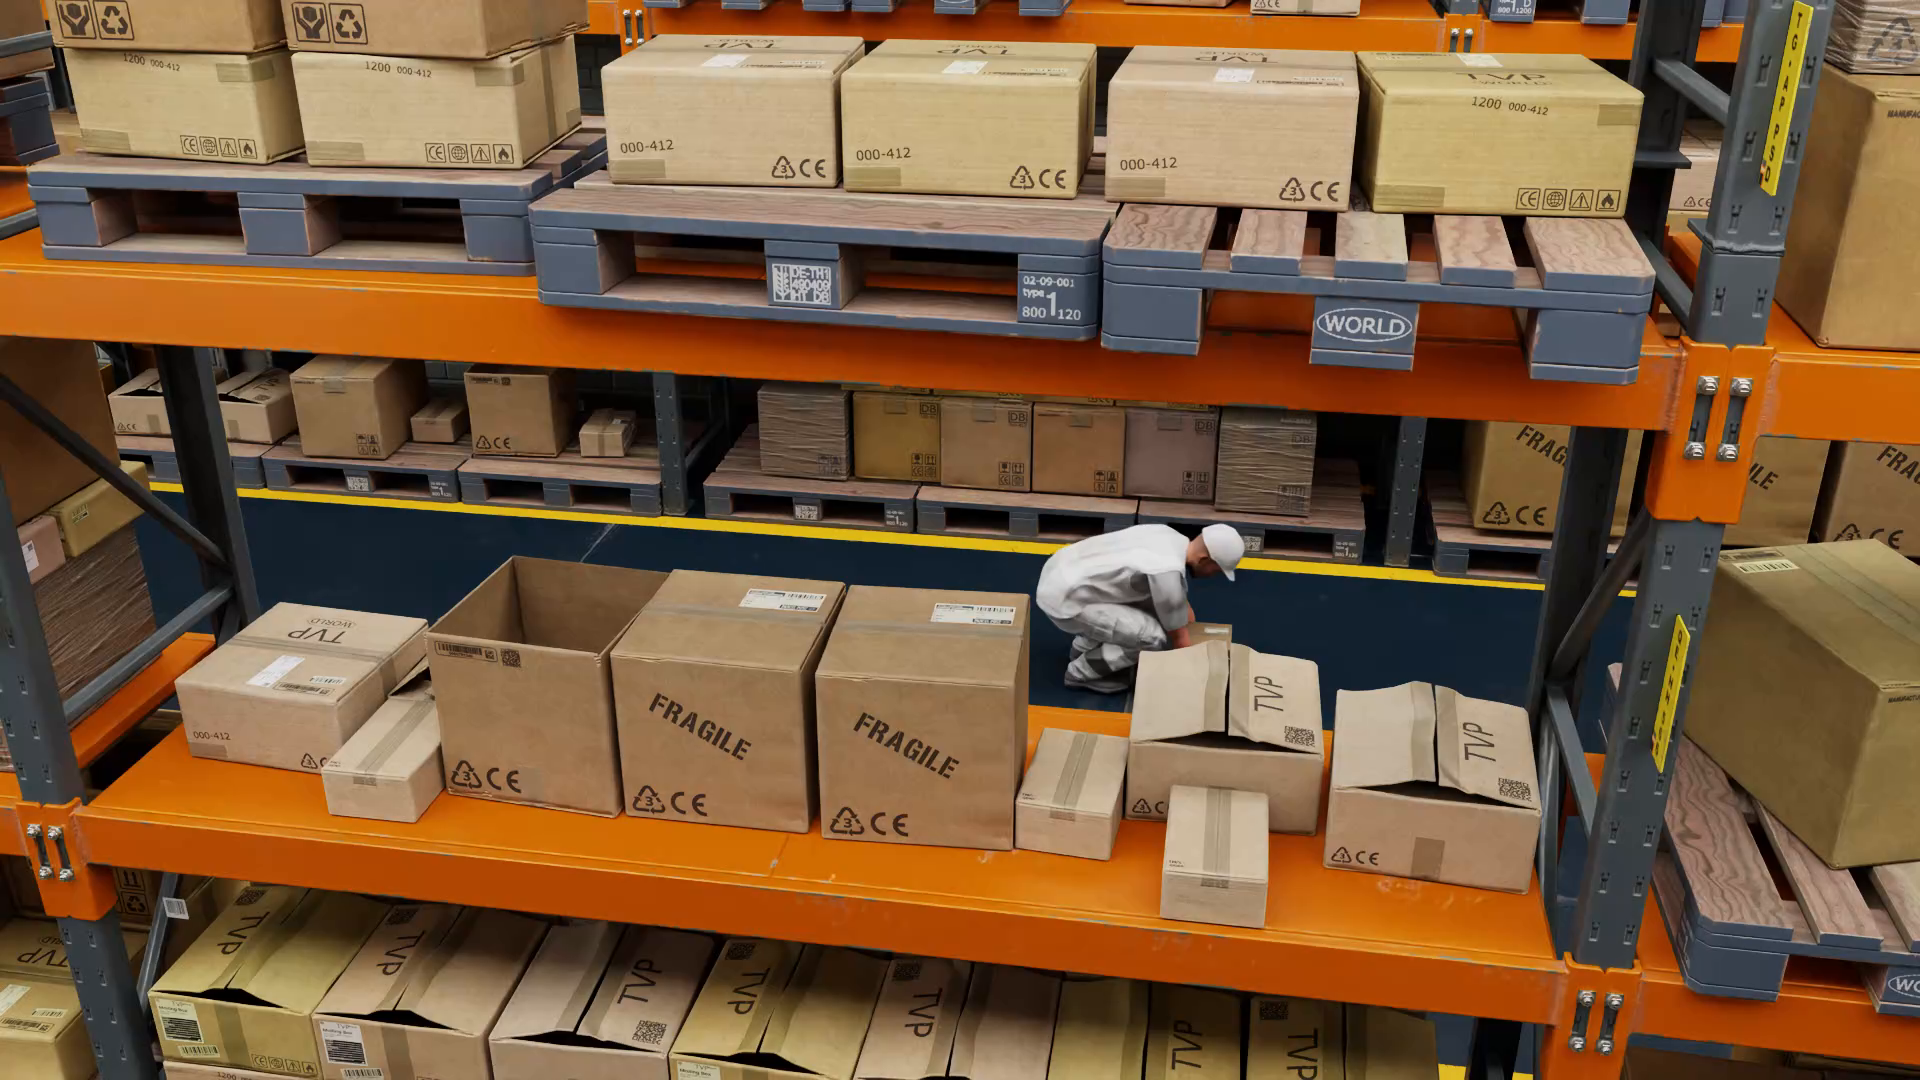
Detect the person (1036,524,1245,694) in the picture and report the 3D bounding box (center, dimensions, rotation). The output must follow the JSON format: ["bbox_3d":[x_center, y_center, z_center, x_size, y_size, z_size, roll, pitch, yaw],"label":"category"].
[{"bbox_3d":[0.813,0.326,7.625,0.926,0.873,0.538,4,25,8],"label":"person"}]
